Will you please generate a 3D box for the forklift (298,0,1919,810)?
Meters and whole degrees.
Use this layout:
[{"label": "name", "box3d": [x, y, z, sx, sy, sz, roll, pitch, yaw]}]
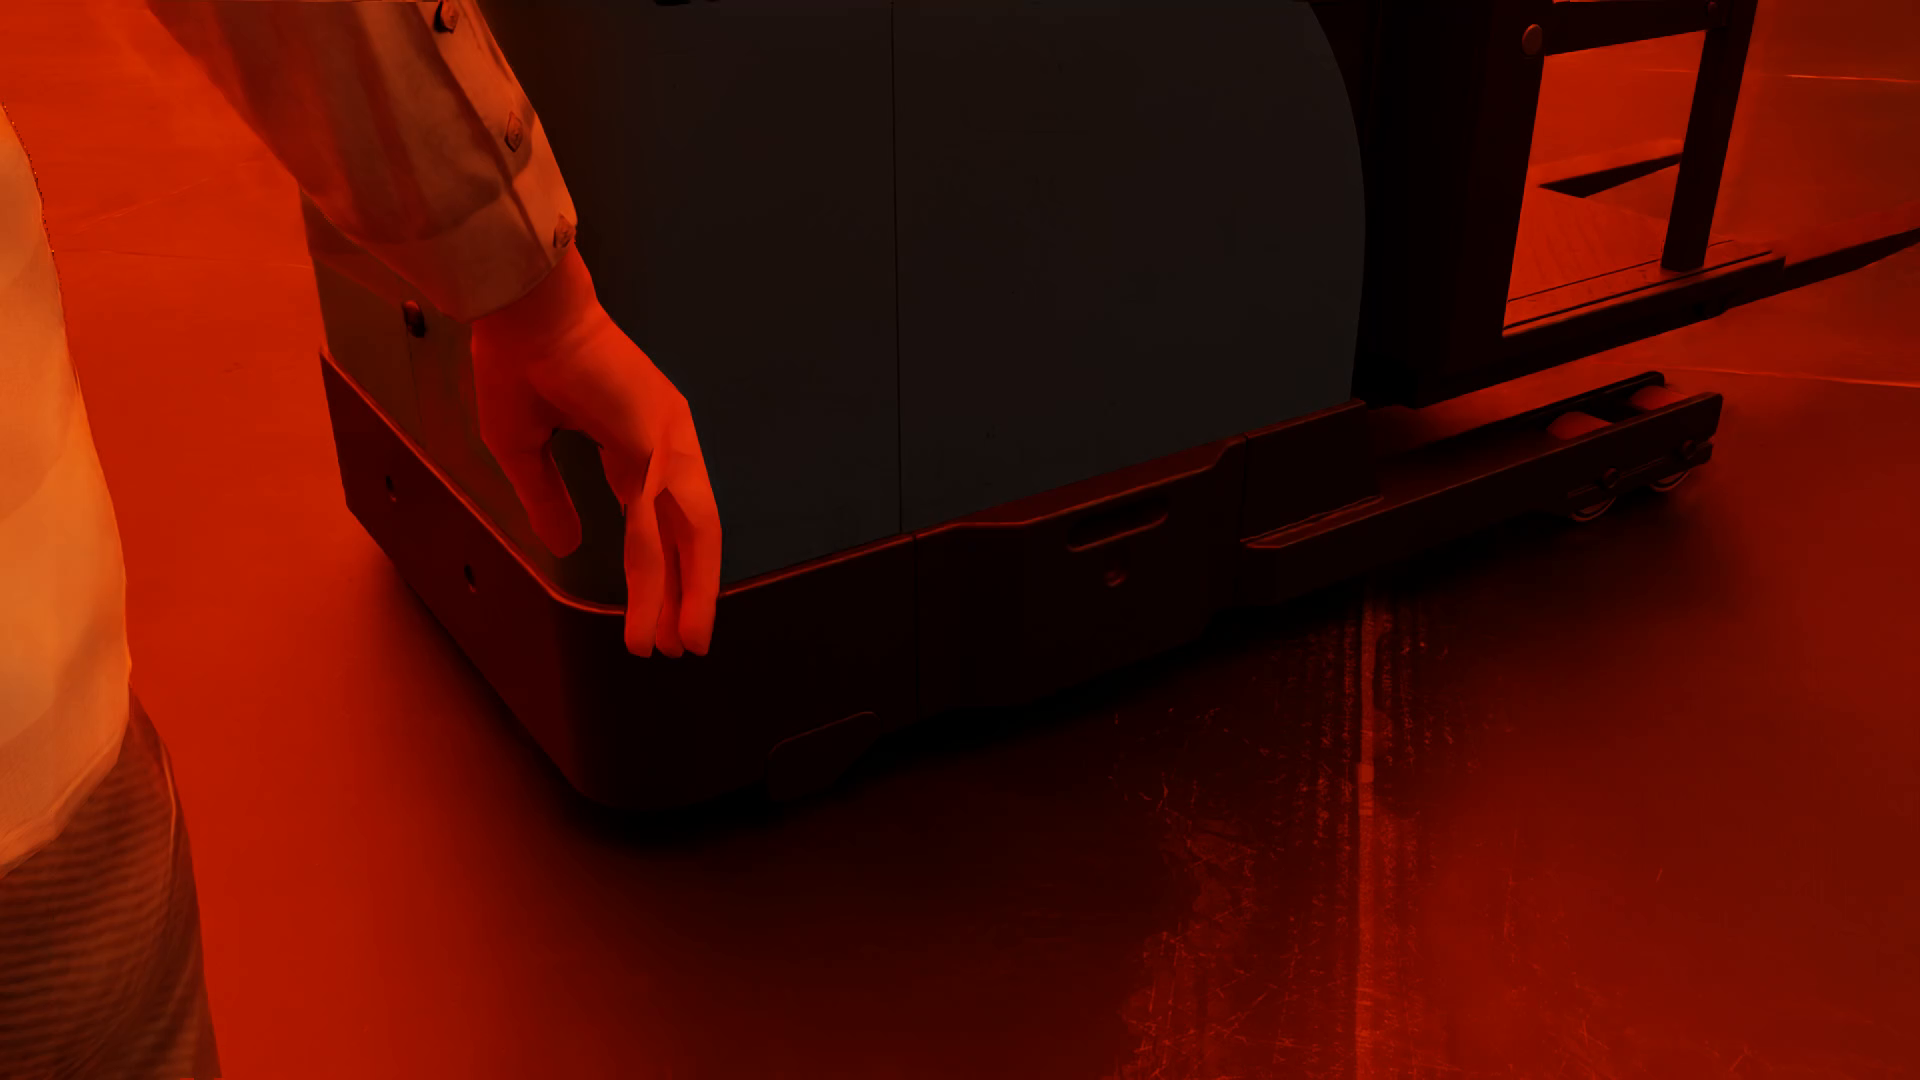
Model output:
[{"label": "forklift", "box3d": [0.596, -1.516, 2.251, 3.031, 2.935, 1.130, -17, 31, -30]}]
